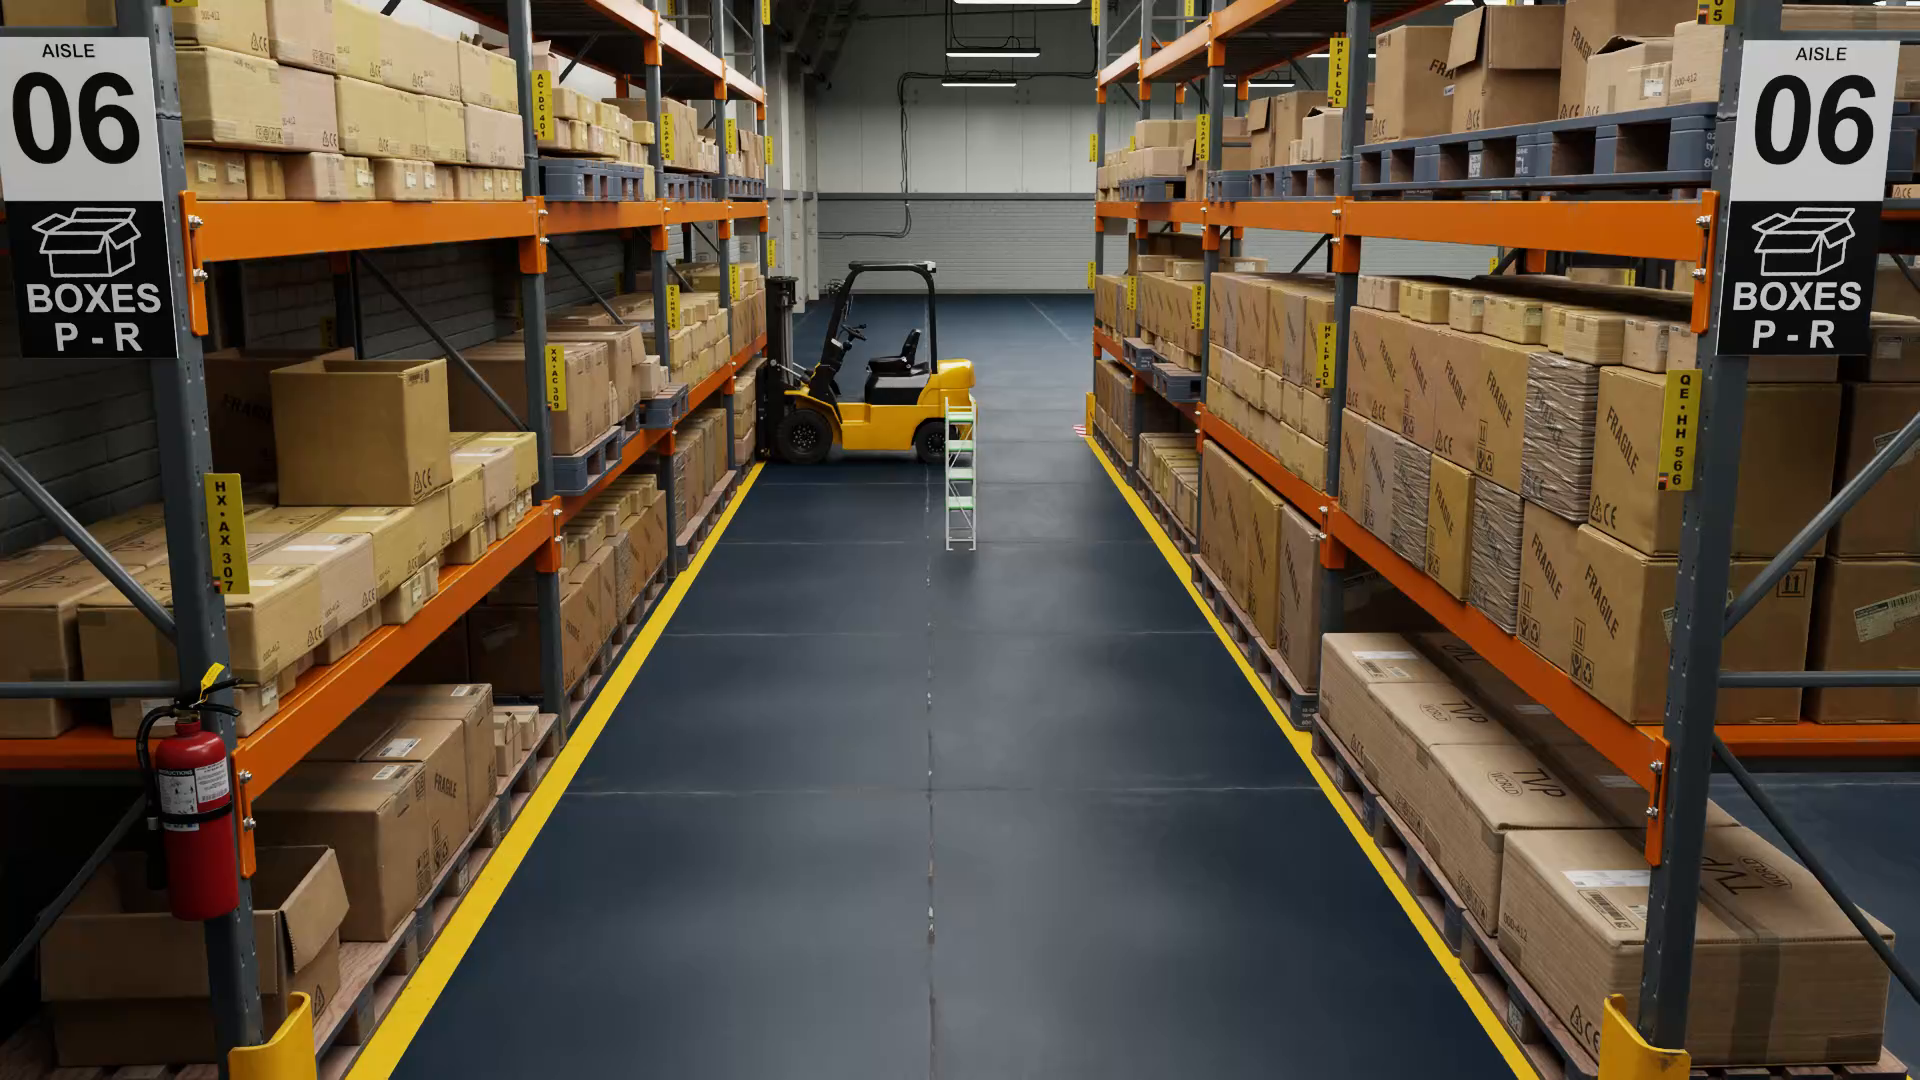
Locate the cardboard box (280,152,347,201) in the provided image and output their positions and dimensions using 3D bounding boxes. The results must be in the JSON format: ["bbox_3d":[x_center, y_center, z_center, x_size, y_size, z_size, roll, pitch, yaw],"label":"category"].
[{"bbox_3d":[-2.186,-1.152,5.282,0.380,0.149,0.250,0,11,0],"label":"cardboard box"}]

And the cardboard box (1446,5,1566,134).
[{"bbox_3d":[2.451,-1.912,6.827,0.797,0.503,0.637,1,11,3],"label":"cardboard box"}]

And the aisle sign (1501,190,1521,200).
[{"bbox_3d":[6.788,-4.117,20.270,0.394,0.787,0.004,0,11,-1],"label":"aisle sign"}]

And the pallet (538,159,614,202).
[{"bbox_3d":[-2.515,-1.891,8.764,1.213,0.211,1.003,0,11,-1],"label":"pallet"}]

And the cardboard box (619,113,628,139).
[{"bbox_3d":[-2.333,-2.641,10.615,0.380,0.149,0.250,0,11,-2],"label":"cardboard box"}]

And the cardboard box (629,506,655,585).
[{"bbox_3d":[-2.431,0.024,11.629,0.500,0.500,0.500,0,11,-2],"label":"cardboard box"}]

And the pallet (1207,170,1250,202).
[{"bbox_3d":[2.374,-2.449,11.518,1.213,0.211,1.003,0,11,1],"label":"pallet"}]

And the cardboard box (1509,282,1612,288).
[{"bbox_3d":[2.631,-1.049,7.286,0.380,0.149,0.250,0,11,-2],"label":"cardboard box"}]

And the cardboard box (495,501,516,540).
[{"bbox_3d":[-2.256,-0.094,7.612,0.380,0.149,0.250,0,11,0],"label":"cardboard box"}]

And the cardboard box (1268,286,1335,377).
[{"bbox_3d":[2.121,-1.235,9.835,0.500,0.500,0.500,0,11,1],"label":"cardboard box"}]

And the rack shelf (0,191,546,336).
[{"bbox_3d":[-2.531,-1.103,6.217,1.077,0.370,4.000,0,11,-1],"label":"rack shelf"}]

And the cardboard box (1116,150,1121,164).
[{"bbox_3d":[1.873,-4.102,17.817,0.380,0.149,0.250,0,11,0],"label":"cardboard box"}]

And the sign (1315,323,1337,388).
[{"bbox_3d":[1.848,-0.929,8.380,0.100,0.325,0.005,0,11,-1],"label":"sign"}]

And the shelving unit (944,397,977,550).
[{"bbox_3d":[0.003,-0.555,13.778,0.258,1.200,0.503,0,11,-1],"label":"shelving unit"}]

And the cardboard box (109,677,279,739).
[{"bbox_3d":[-2.222,0.469,4.837,0.380,0.149,0.250,0,11,-2],"label":"cardboard box"}]

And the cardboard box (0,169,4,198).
[{"bbox_3d":[-2.727,-0.998,4.520,0.380,0.149,0.250,0,11,0],"label":"cardboard box"}]

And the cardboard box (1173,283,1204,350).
[{"bbox_3d":[1.999,-1.792,13.292,0.500,0.500,0.500,0,11,-2],"label":"cardboard box"}]

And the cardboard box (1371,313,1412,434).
[{"bbox_3d":[2.162,-0.747,7.432,0.500,0.500,0.500,0,11,-2],"label":"cardboard box"}]

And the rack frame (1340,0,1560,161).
[{"bbox_3d":[2.391,-3.344,7.911,1.000,3.000,0.127,0,11,-1],"label":"rack frame"}]

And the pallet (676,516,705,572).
[{"bbox_3d":[-2.633,0.024,13.408,1.003,0.211,1.213,0,11,-1],"label":"pallet"}]

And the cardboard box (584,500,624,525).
[{"bbox_3d":[-2.428,-0.171,10.957,0.380,0.149,0.250,0,11,-2],"label":"cardboard box"}]

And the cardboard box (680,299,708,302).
[{"bbox_3d":[-2.452,-2.069,14.831,0.380,0.149,0.250,-1,11,-3],"label":"cardboard box"}]

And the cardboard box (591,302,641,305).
[{"bbox_3d":[-2.960,-1.966,14.324,0.380,0.149,0.250,0,11,-1],"label":"cardboard box"}]

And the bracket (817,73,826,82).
[{"bbox_3d":[-3.963,-13.213,47.502,0.235,0.232,0.430,0,11,-1],"label":"bracket"}]

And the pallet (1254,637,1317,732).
[{"bbox_3d":[2.299,0.809,9.540,1.003,0.211,1.213,0,11,-1],"label":"pallet"}]

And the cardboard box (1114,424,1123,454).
[{"bbox_3d":[1.923,-1.075,17.673,0.500,0.250,0.500,-1,11,-3],"label":"cardboard box"}]

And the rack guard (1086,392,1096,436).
[{"bbox_3d":[2.144,-1.550,20.440,1.175,0.500,0.348,0,11,-1],"label":"rack guard"}]

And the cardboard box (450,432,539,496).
[{"bbox_3d":[-2.318,-0.355,7.895,0.500,0.250,0.500,0,11,0],"label":"cardboard box"}]

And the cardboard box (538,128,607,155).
[{"bbox_3d":[-2.204,-2.249,9.380,0.380,0.149,0.250,0,11,-2],"label":"cardboard box"}]

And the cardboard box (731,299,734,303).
[{"bbox_3d":[-2.488,-2.456,16.739,0.380,0.149,0.250,0,11,0],"label":"cardboard box"}]

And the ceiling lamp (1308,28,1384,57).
[{"bbox_3d":[8.078,-11.862,35.212,2.000,3.185,0.800,0,11,-1],"label":"ceiling lamp"}]

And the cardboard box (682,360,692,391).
[{"bbox_3d":[-2.425,-1.294,13.270,0.500,0.250,0.500,0,11,-2],"label":"cardboard box"}]

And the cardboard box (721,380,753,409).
[{"bbox_3d":[-2.434,-1.521,17.356,0.500,0.250,0.500,0,11,-1],"label":"cardboard box"}]

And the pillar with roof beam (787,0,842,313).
[{"bbox_3d":[0.101,-10.355,42.468,9.100,9.000,0.548,0,11,-1],"label":"pillar with roof beam"}]

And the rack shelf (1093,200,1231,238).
[{"bbox_3d":[2.184,-3.510,18.079,1.077,0.370,4.000,0,11,-1],"label":"rack shelf"}]

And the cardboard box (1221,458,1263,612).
[{"bbox_3d":[2.253,-0.049,11.044,0.875,0.875,0.875,0,11,0],"label":"cardboard box"}]

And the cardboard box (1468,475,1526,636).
[{"bbox_3d":[2.183,0.045,6.042,0.500,0.500,0.500,0,11,0],"label":"cardboard box"}]

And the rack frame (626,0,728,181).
[{"bbox_3d":[-2.737,-4.914,15.646,1.000,3.000,0.127,0,11,-1],"label":"rack frame"}]

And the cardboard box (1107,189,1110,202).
[{"bbox_3d":[1.891,-3.965,19.145,0.380,0.149,0.250,0,11,0],"label":"cardboard box"}]

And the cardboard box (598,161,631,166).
[{"bbox_3d":[-2.380,-2.274,10.559,0.500,0.250,0.500,0,11,-1],"label":"cardboard box"}]

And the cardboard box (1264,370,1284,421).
[{"bbox_3d":[2.104,-0.865,9.897,0.500,0.250,0.500,0,11,0],"label":"cardboard box"}]

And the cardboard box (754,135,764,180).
[{"bbox_3d":[-2.567,-4.455,19.373,0.500,0.500,0.500,0,11,1],"label":"cardboard box"}]

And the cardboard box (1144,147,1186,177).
[{"bbox_3d":[1.880,-3.278,14.451,0.500,0.250,0.500,0,11,-2],"label":"cardboard box"}]

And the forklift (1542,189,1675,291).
[{"bbox_3d":[5.254,-1.435,13.762,1.130,2.935,3.031,5,12,22],"label":"forklift"}]

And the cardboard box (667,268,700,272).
[{"bbox_3d":[-3.014,-2.854,17.949,0.380,0.149,0.250,0,11,0],"label":"cardboard box"}]

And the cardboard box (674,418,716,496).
[{"bbox_3d":[-2.707,-0.758,15.165,0.875,0.625,0.625,0,11,-2],"label":"cardboard box"}]

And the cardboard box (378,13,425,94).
[{"bbox_3d":[-2.284,-1.767,6.051,0.500,0.250,0.500,0,11,0],"label":"cardboard box"}]

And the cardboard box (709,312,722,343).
[{"bbox_3d":[-2.454,-1.946,15.228,0.500,0.250,0.500,-1,11,-3],"label":"cardboard box"}]

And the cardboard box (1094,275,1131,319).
[{"bbox_3d":[1.875,-2.889,19.756,0.500,0.500,0.500,0,11,-2],"label":"cardboard box"}]

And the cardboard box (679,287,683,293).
[{"bbox_3d":[-3.038,-2.505,16.982,0.380,0.149,0.250,0,11,0],"label":"cardboard box"}]

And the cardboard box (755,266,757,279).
[{"bbox_3d":[-2.486,-3.009,18.716,0.380,0.149,0.250,0,11,0],"label":"cardboard box"}]

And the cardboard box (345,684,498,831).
[{"bbox_3d":[-2.407,0.933,7.148,0.700,0.500,0.500,-1,11,-3],"label":"cardboard box"}]

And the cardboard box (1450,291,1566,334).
[{"bbox_3d":[2.150,-0.895,6.527,0.380,0.149,0.250,0,11,-1],"label":"cardboard box"}]

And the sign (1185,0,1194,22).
[{"bbox_3d":[2.698,-6.263,19.552,0.100,0.325,0.005,0,11,-1],"label":"sign"}]

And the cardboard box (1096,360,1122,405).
[{"bbox_3d":[1.884,-1.849,19.603,0.500,0.500,0.500,-1,11,-3],"label":"cardboard box"}]
